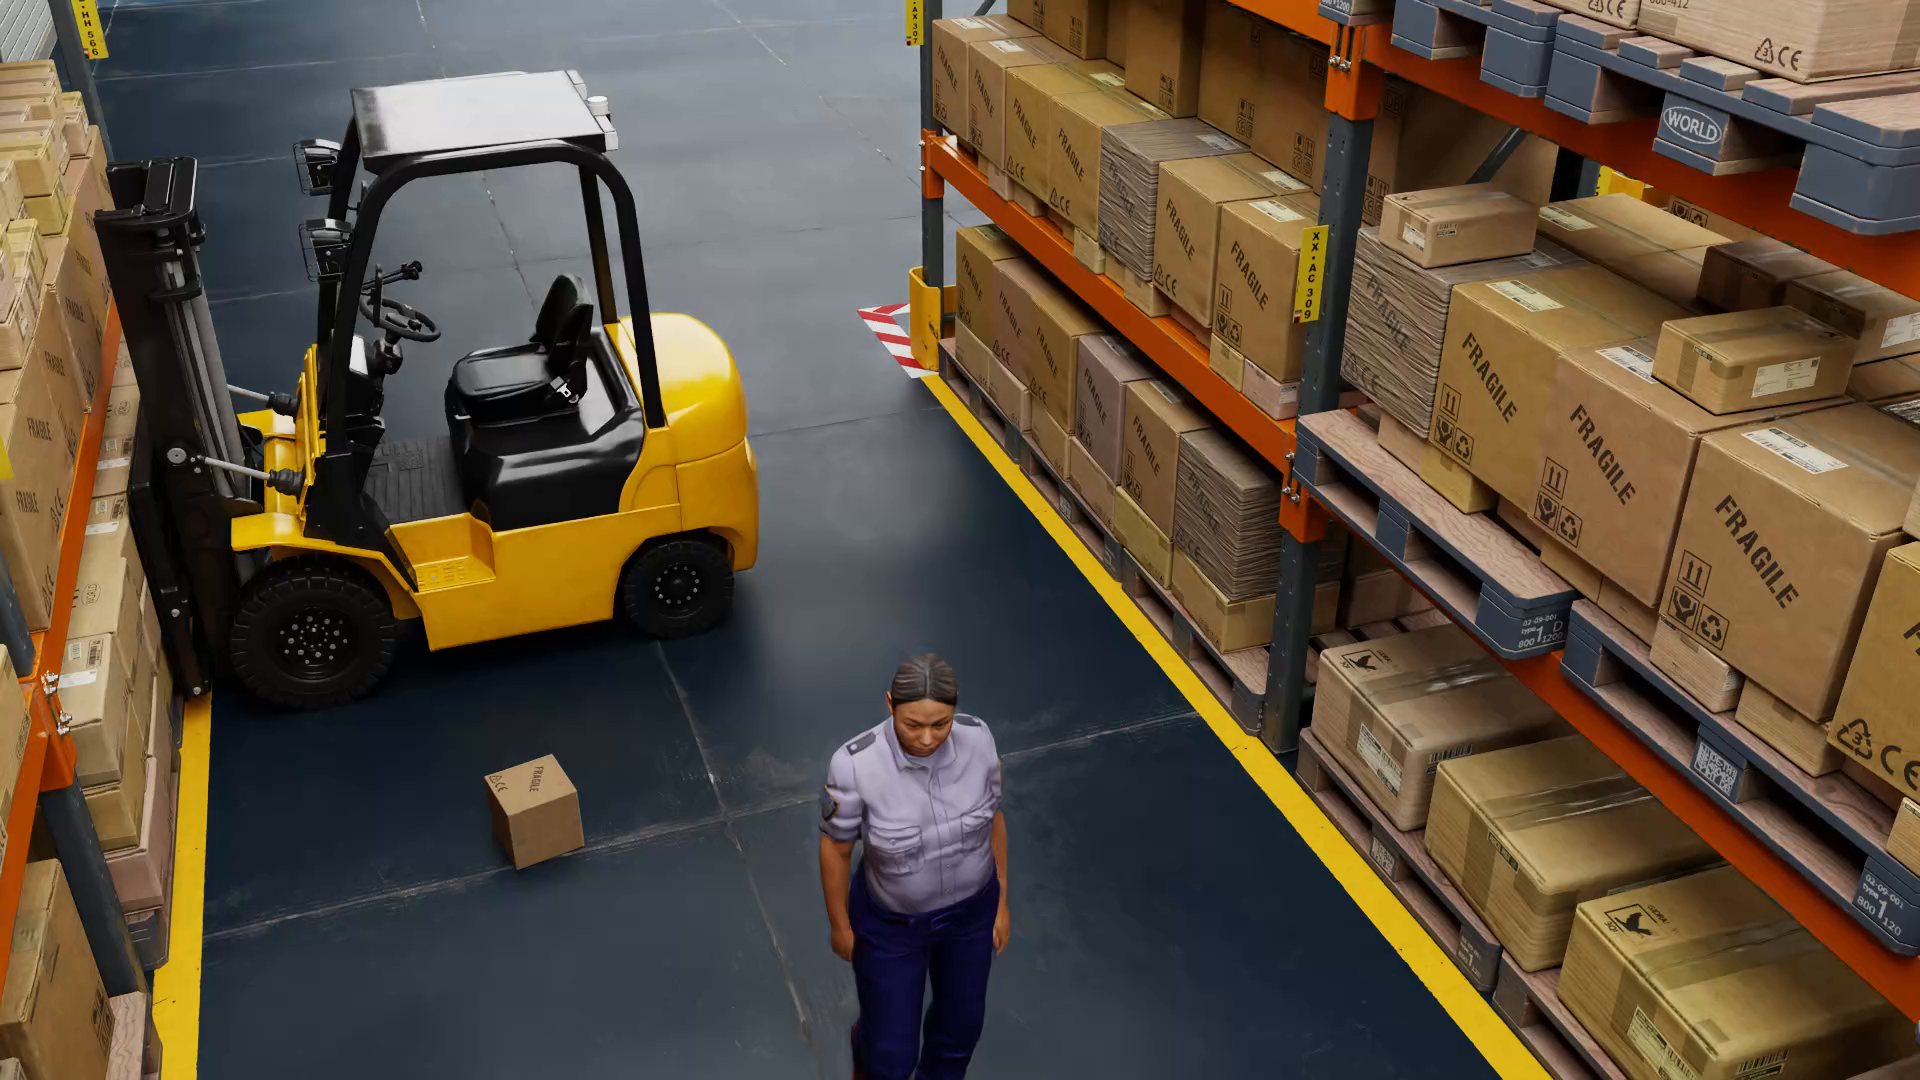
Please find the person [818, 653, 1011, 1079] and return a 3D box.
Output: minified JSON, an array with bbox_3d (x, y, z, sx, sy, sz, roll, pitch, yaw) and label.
[{"bbox_3d":[-0.116,0.983,4.401,0.491,1.649,0.465,-12,32,-20],"label":"person"}]
